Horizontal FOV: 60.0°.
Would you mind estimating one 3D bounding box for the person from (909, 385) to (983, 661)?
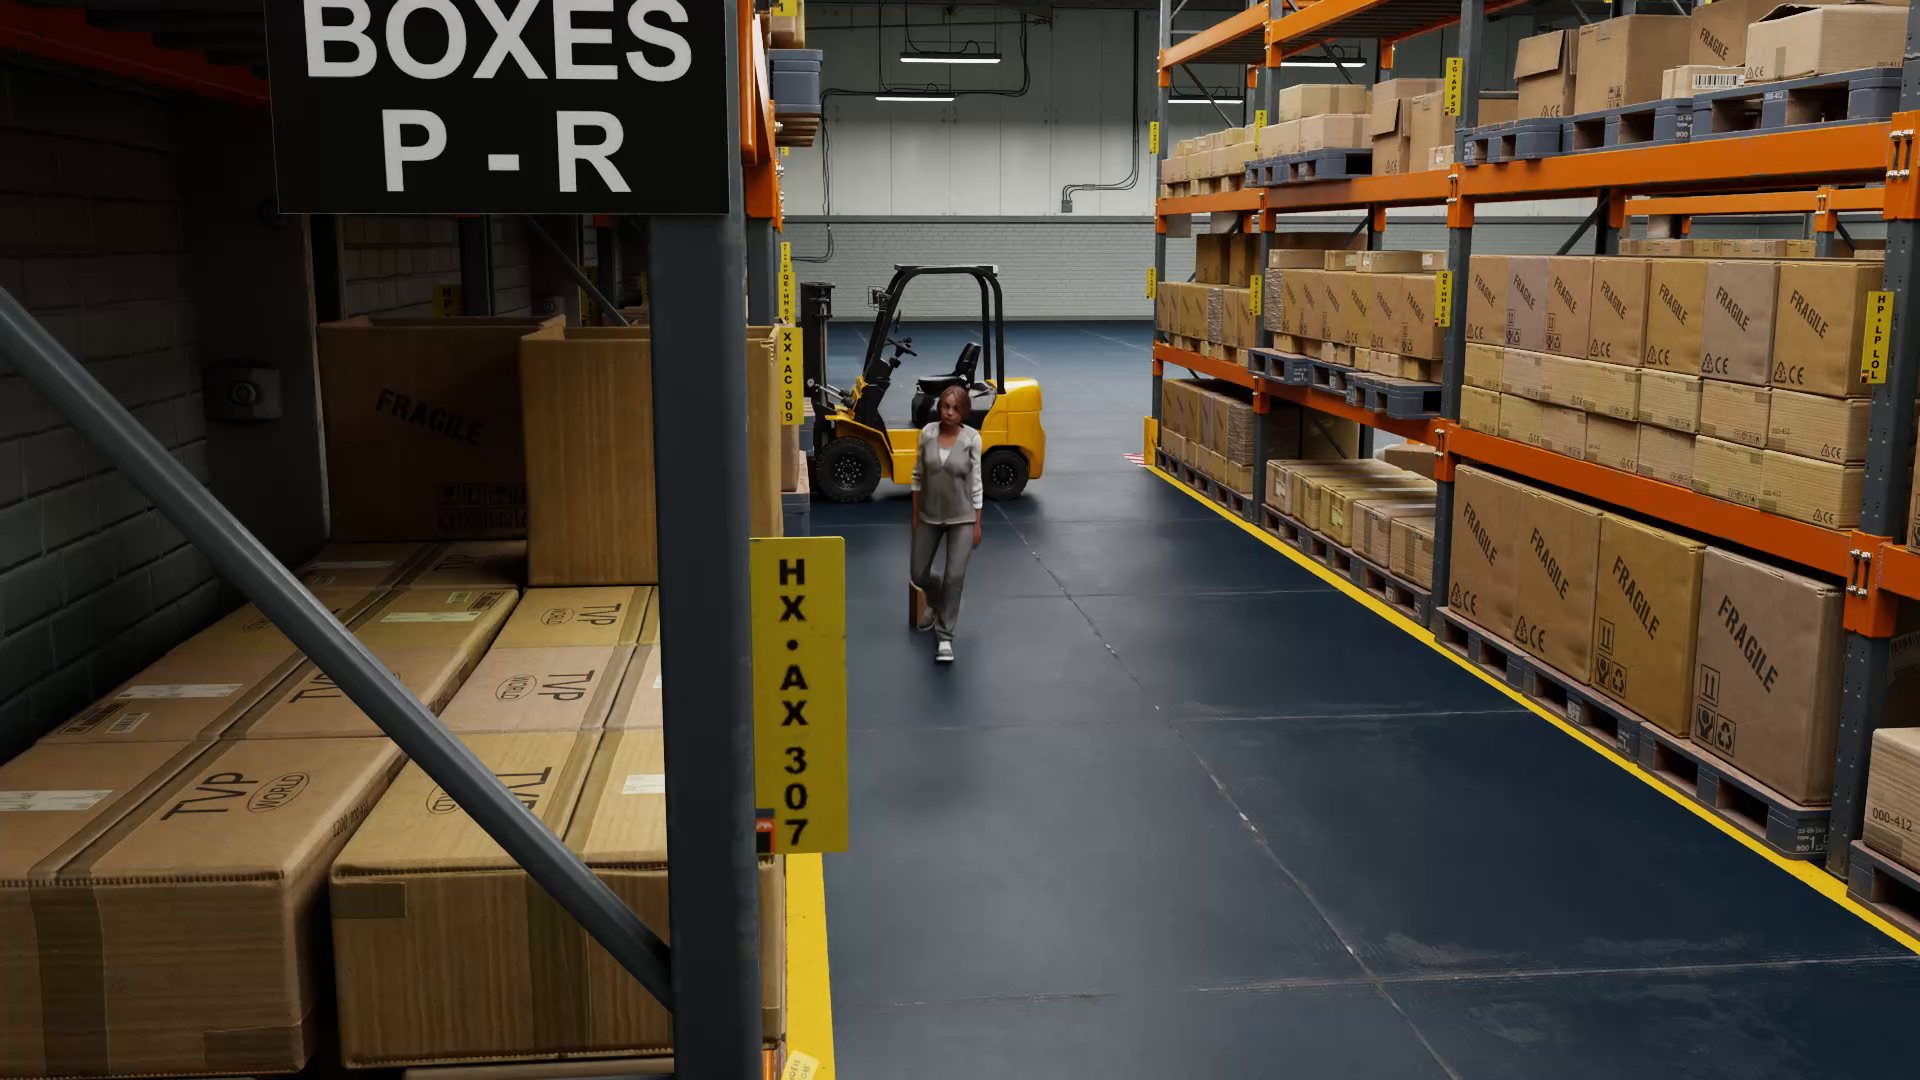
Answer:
[{"bbox_3d":[-0.065,-0.123,9.607,0.449,1.578,0.596,2,10,11],"label":"person"}]
